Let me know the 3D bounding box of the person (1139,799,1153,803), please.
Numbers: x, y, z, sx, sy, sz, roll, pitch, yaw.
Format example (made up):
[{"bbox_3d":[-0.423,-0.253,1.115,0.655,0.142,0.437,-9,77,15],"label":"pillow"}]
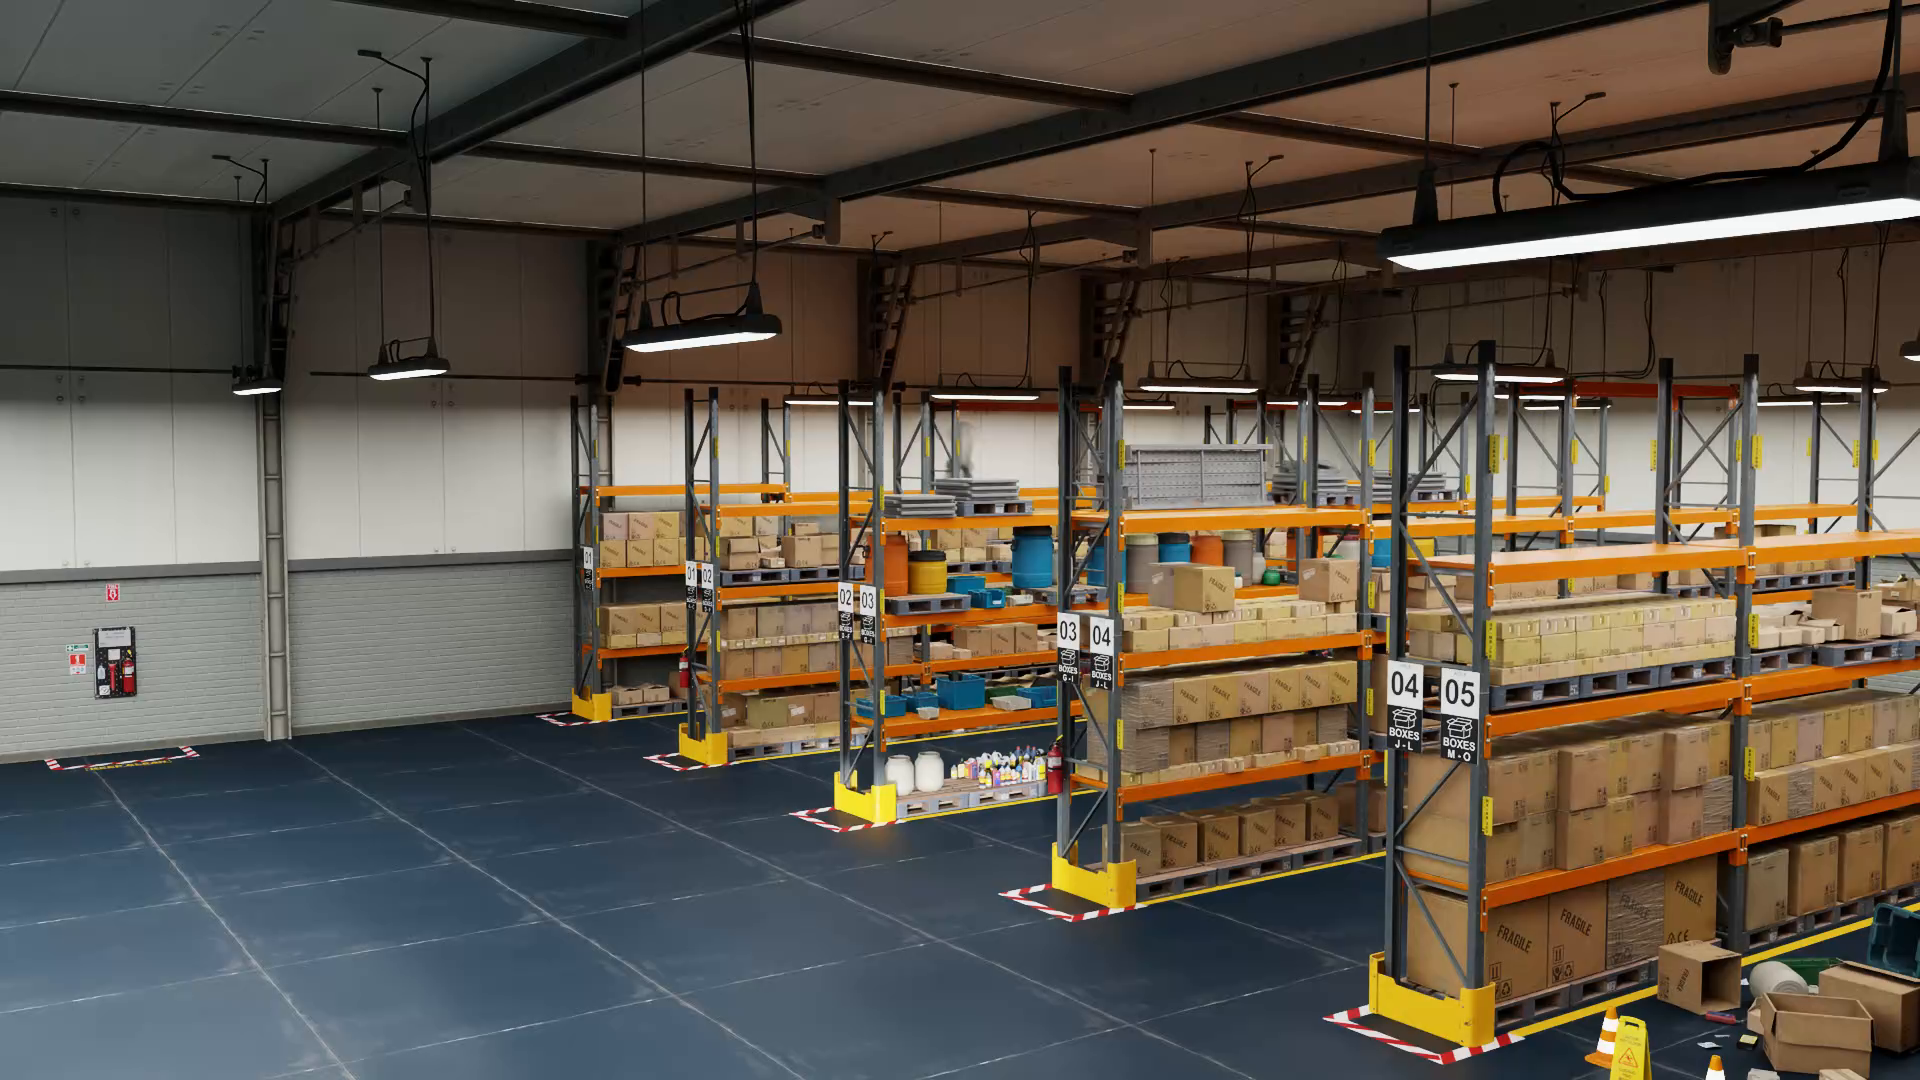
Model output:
[{"bbox_3d":[2.923,2.901,23.917,0.643,1.650,0.959,3,4,39],"label":"person"}]
